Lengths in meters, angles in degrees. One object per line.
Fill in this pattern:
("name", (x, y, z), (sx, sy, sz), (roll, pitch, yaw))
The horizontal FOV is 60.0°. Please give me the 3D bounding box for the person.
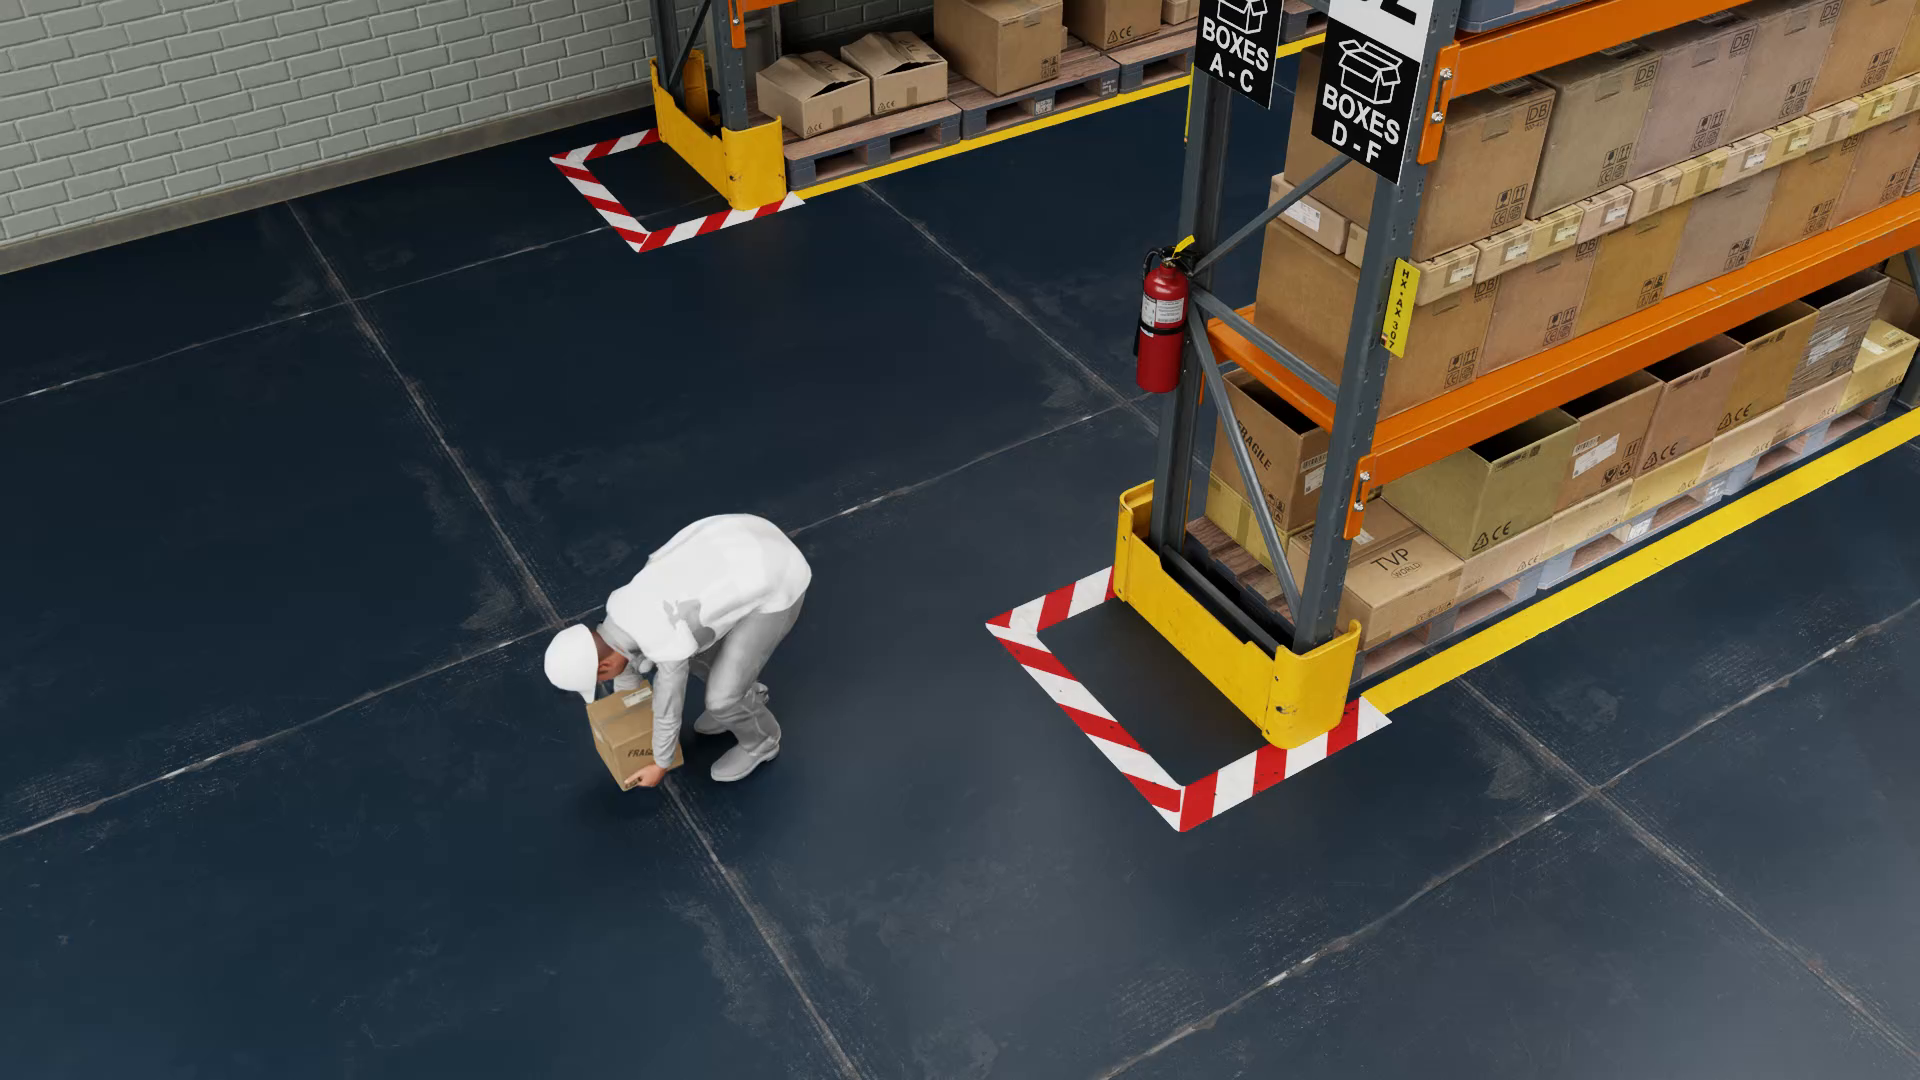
("person", (-1.023, 0.464, 6.147), (1.006, 1.054, 0.479), (-25, 46, -26))
